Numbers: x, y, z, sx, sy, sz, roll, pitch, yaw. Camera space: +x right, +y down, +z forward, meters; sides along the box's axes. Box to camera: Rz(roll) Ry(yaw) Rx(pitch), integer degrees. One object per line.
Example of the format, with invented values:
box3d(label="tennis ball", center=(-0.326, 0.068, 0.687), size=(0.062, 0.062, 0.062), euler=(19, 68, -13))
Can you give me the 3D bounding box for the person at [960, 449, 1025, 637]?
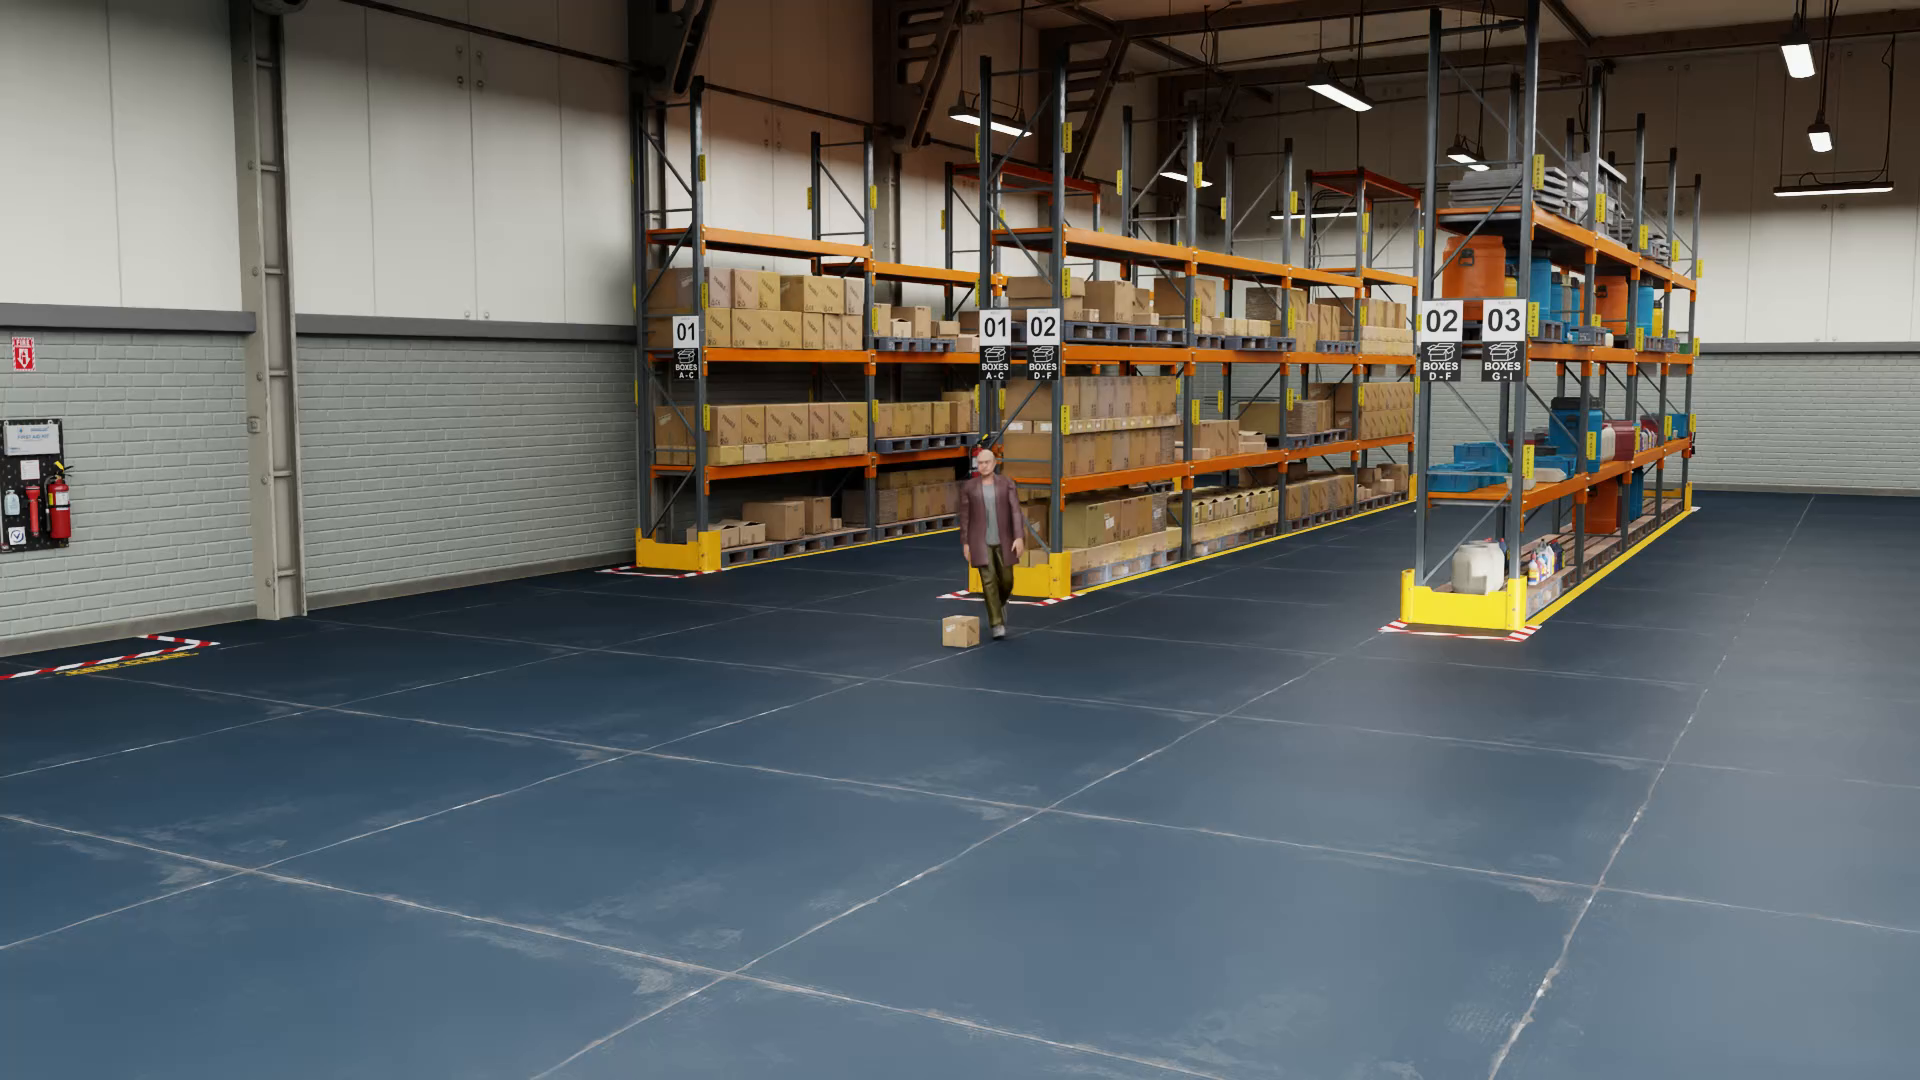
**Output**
box3d(label="person", center=(0.304, 0.015, 15.869), size=(0.615, 1.763, 0.853), euler=(0, 6, -3))
